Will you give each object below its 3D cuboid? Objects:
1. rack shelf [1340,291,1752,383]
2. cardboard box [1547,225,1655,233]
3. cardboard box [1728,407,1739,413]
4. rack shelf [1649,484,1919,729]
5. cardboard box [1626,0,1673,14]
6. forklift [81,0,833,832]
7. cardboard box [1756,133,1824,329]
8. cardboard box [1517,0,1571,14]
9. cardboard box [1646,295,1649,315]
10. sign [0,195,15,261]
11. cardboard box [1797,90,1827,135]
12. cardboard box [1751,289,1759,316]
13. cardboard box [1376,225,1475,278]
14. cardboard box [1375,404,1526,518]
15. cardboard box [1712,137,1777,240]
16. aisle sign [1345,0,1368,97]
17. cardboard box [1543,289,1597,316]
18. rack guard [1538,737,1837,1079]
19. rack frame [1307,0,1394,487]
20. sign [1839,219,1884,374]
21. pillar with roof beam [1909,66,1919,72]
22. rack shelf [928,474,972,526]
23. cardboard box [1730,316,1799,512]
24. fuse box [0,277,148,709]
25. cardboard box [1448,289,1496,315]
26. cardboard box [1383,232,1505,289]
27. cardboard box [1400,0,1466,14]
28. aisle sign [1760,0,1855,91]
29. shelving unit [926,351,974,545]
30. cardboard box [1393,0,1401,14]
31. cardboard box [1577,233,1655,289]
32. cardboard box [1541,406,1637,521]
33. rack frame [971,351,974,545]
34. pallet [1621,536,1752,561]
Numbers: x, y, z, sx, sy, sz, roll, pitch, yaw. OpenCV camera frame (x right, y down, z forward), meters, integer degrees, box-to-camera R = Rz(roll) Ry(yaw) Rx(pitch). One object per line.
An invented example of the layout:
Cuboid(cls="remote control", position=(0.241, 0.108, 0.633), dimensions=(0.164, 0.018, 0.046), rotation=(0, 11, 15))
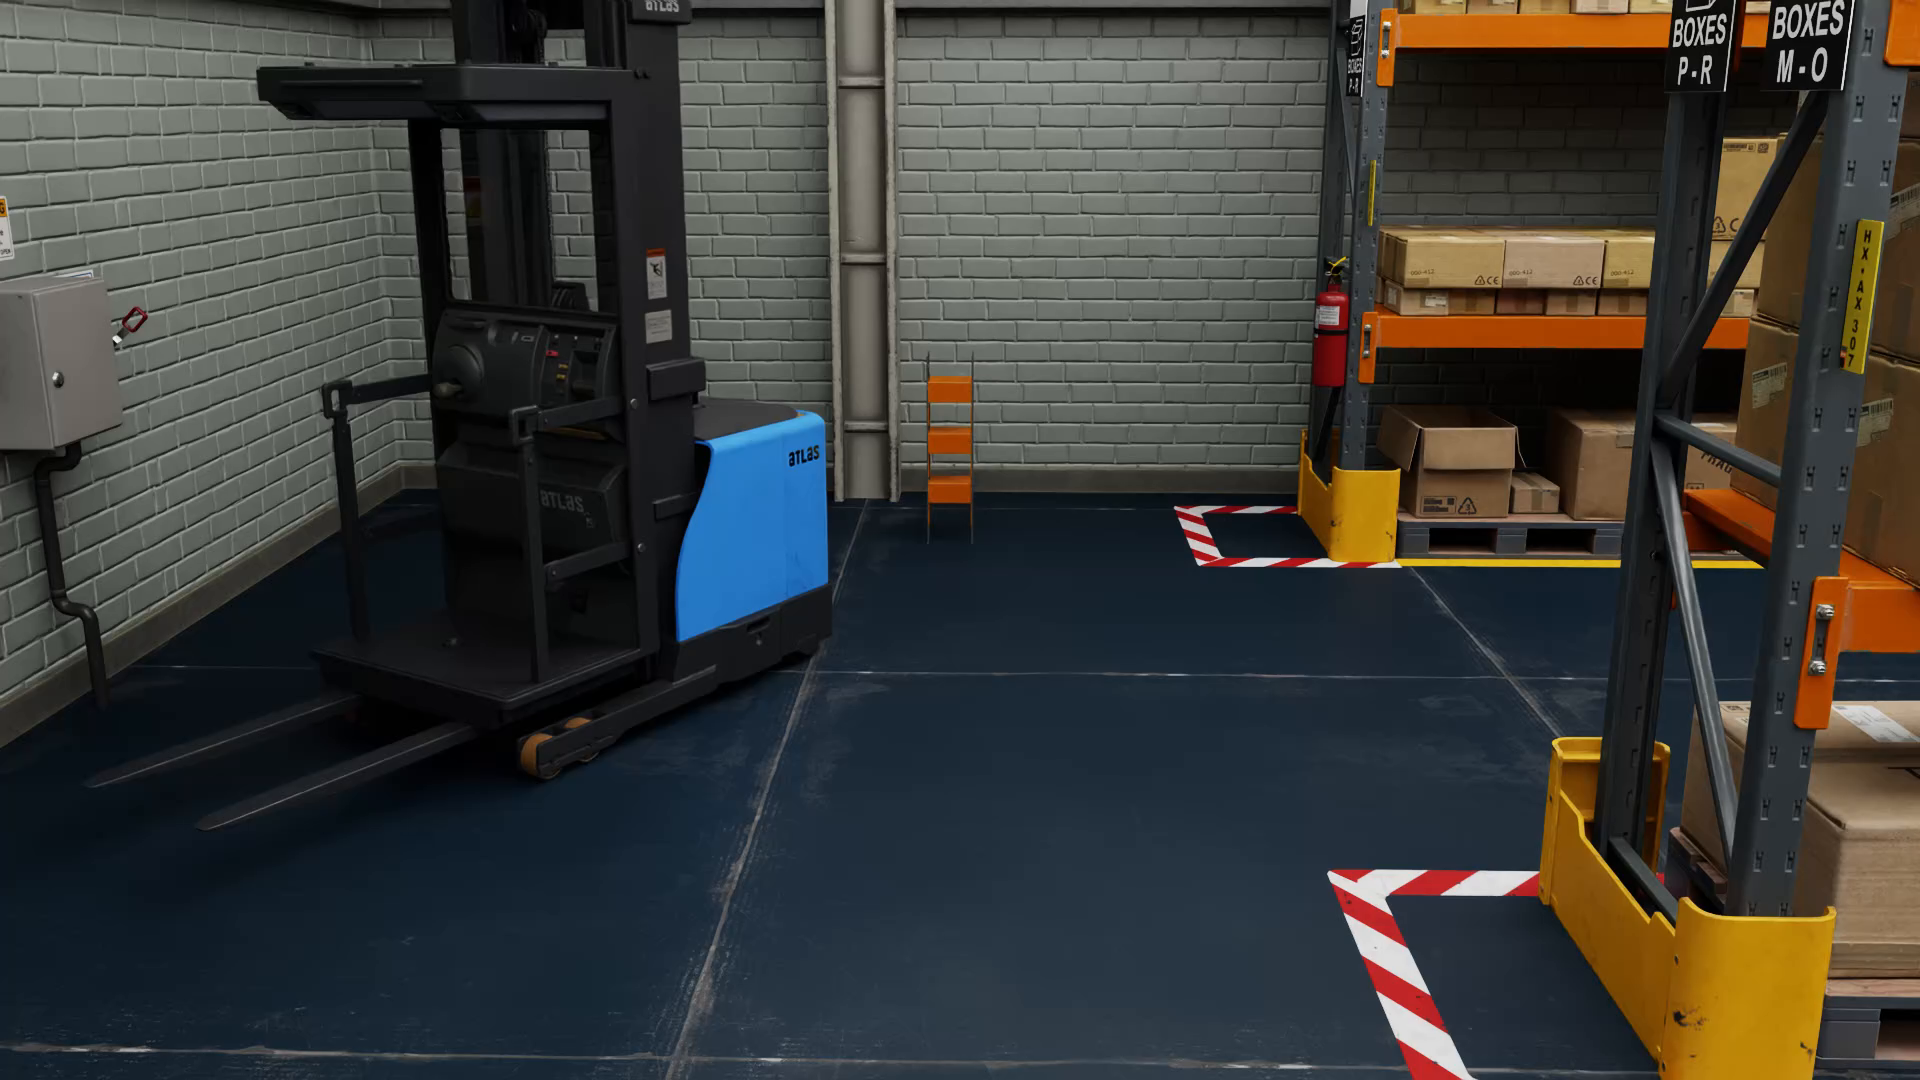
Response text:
Cuboid(cls="rack shelf", position=(4.099, -1.118, 9.107), dimensions=(4.000, 0.370, 1.077), rotation=(0, 15, 1))
Cuboid(cls="cardboard box", position=(3.576, -1.607, 9.260), dimensions=(0.500, 0.250, 0.500), rotation=(1, 15, 3))
Cuboid(cls="cardboard box", position=(4.599, -0.423, 9.139), dimensions=(0.500, 0.500, 0.700), rotation=(0, 15, -1))
Cuboid(cls="rack shelf", position=(3.975, 0.148, 4.309), dimensions=(4.000, 0.370, 1.077), rotation=(0, 15, 1))
Cuboid(cls="cardboard box", position=(3.439, -2.717, 8.373), dimensions=(0.250, 0.149, 0.380), rotation=(0, 15, 1))
Cuboid(cls="forklift", position=(-1.785, -0.683, 6.183), dimensions=(1.130, 2.935, 3.031), rotation=(9, 17, 31))
Cuboid(cls="cardboard box", position=(2.464, -0.802, 4.345), dimensions=(0.500, 0.500, 0.500), rotation=(1, 15, 3))
Cuboid(cls="cardboard box", position=(2.931, -2.745, 8.478), dimensions=(0.250, 0.149, 0.380), rotation=(0, 15, 2))
Cuboid(cls="cardboard box", position=(3.707, -1.264, 8.744), dimensions=(0.250, 0.149, 0.380), rotation=(0, 15, 0))
Cuboid(cls="sign", position=(-3.670, -1.165, 6.257), dimensions=(0.001, 0.242, 0.339), rotation=(0, 15, 1))
Cuboid(cls="cardboard box", position=(2.340, -1.107, 4.228), dimensions=(0.250, 0.149, 0.380), rotation=(1, 15, 2))
Cuboid(cls="cardboard box", position=(4.231, -1.283, 8.817), dimensions=(0.250, 0.149, 0.380), rotation=(0, 15, 1))
Cuboid(cls="cardboard box", position=(2.566, -1.615, 9.291), dimensions=(0.500, 0.250, 0.500), rotation=(1, 15, 3))
Cuboid(cls="cardboard box", position=(2.708, -0.447, 9.223), dimensions=(0.637, 0.503, 0.797), rotation=(0, 15, -1))
Cuboid(cls="cardboard box", position=(4.045, -1.831, 8.642), dimensions=(0.500, 0.500, 0.500), rotation=(1, 15, 3))
Cuboid(cls="aisle sign", position=(2.023, -2.661, 8.451), dimensions=(0.004, 0.787, 0.394), rotation=(0, 15, 1))
Cuboid(cls="cardboard box", position=(3.191, -1.285, 8.824), dimensions=(0.250, 0.149, 0.380), rotation=(1, 15, 3))
Cuboid(cls="rack guard", position=(1.952, 0.996, 4.586), dimensions=(0.348, 0.500, 1.175), rotation=(0, 15, 1))
Cuboid(cls="rack frame", position=(2.099, -1.479, 9.065), dimensions=(0.127, 3.000, 1.000), rotation=(0, 15, 1))
Cuboid(cls="sign", position=(1.956, -0.528, 3.610), dimensions=(0.005, 0.325, 0.100), rotation=(0, 15, 1))
Cuboid(cls="pillar with roof beam", position=(5.315, -3.490, 4.928), dimensions=(0.400, 9.000, 9.100), rotation=(0, 15, 1))
Cuboid(cls="rack shelf", position=(-0.054, -0.229, 9.281), dimensions=(0.240, 0.259, 0.215), rotation=(0, 15, 1))
Cuboid(cls="cardboard box", position=(2.465, -0.326, 4.498), dimensions=(0.500, 0.500, 0.500), rotation=(0, 15, 2))
Cuboid(cls="fuse box", position=(-3.462, -0.155, 6.575), dimensions=(0.414, 1.711, 0.539), rotation=(0, 15, 1))
Cuboid(cls="cardboard box", position=(2.676, -1.295, 8.862), dimensions=(0.250, 0.149, 0.380), rotation=(1, 15, 3))
Cuboid(cls="cardboard box", position=(2.546, -1.478, 8.774), dimensions=(0.500, 0.250, 0.500), rotation=(0, 15, 2))
Cuboid(cls="cardboard box", position=(2.412, -2.746, 8.481), dimensions=(0.250, 0.149, 0.380), rotation=(1, 15, 3))
Cuboid(cls="aisle sign", position=(1.897, -1.396, 3.657), dimensions=(0.004, 0.787, 0.394), rotation=(0, 15, 1))
Cuboid(cls="shelving unit", position=(-0.053, -0.508, 9.207), dimensions=(0.252, 1.050, 0.215), rotation=(0, 15, 1))
Cuboid(cls="cardboard box", position=(2.425, -2.865, 8.930), dimensions=(0.250, 0.149, 0.380), rotation=(1, 15, 3))
Cuboid(cls="cardboard box", position=(3.557, -1.473, 8.753), dimensions=(0.500, 0.250, 0.500), rotation=(0, 15, 0))
Cuboid(cls="cardboard box", position=(3.562, -0.429, 9.165), dimensions=(0.500, 0.500, 0.700), rotation=(1, 15, 4))
Cuboid(cls="rack frame", position=(0.068, -0.507, 9.204), dimensions=(0.008, 1.050, 0.200), rotation=(0, 15, 1))
Cuboid(cls="pallet", position=(4.189, -0.116, 9.367), dimensions=(1.213, 0.211, 1.003), rotation=(0, 15, 1))
